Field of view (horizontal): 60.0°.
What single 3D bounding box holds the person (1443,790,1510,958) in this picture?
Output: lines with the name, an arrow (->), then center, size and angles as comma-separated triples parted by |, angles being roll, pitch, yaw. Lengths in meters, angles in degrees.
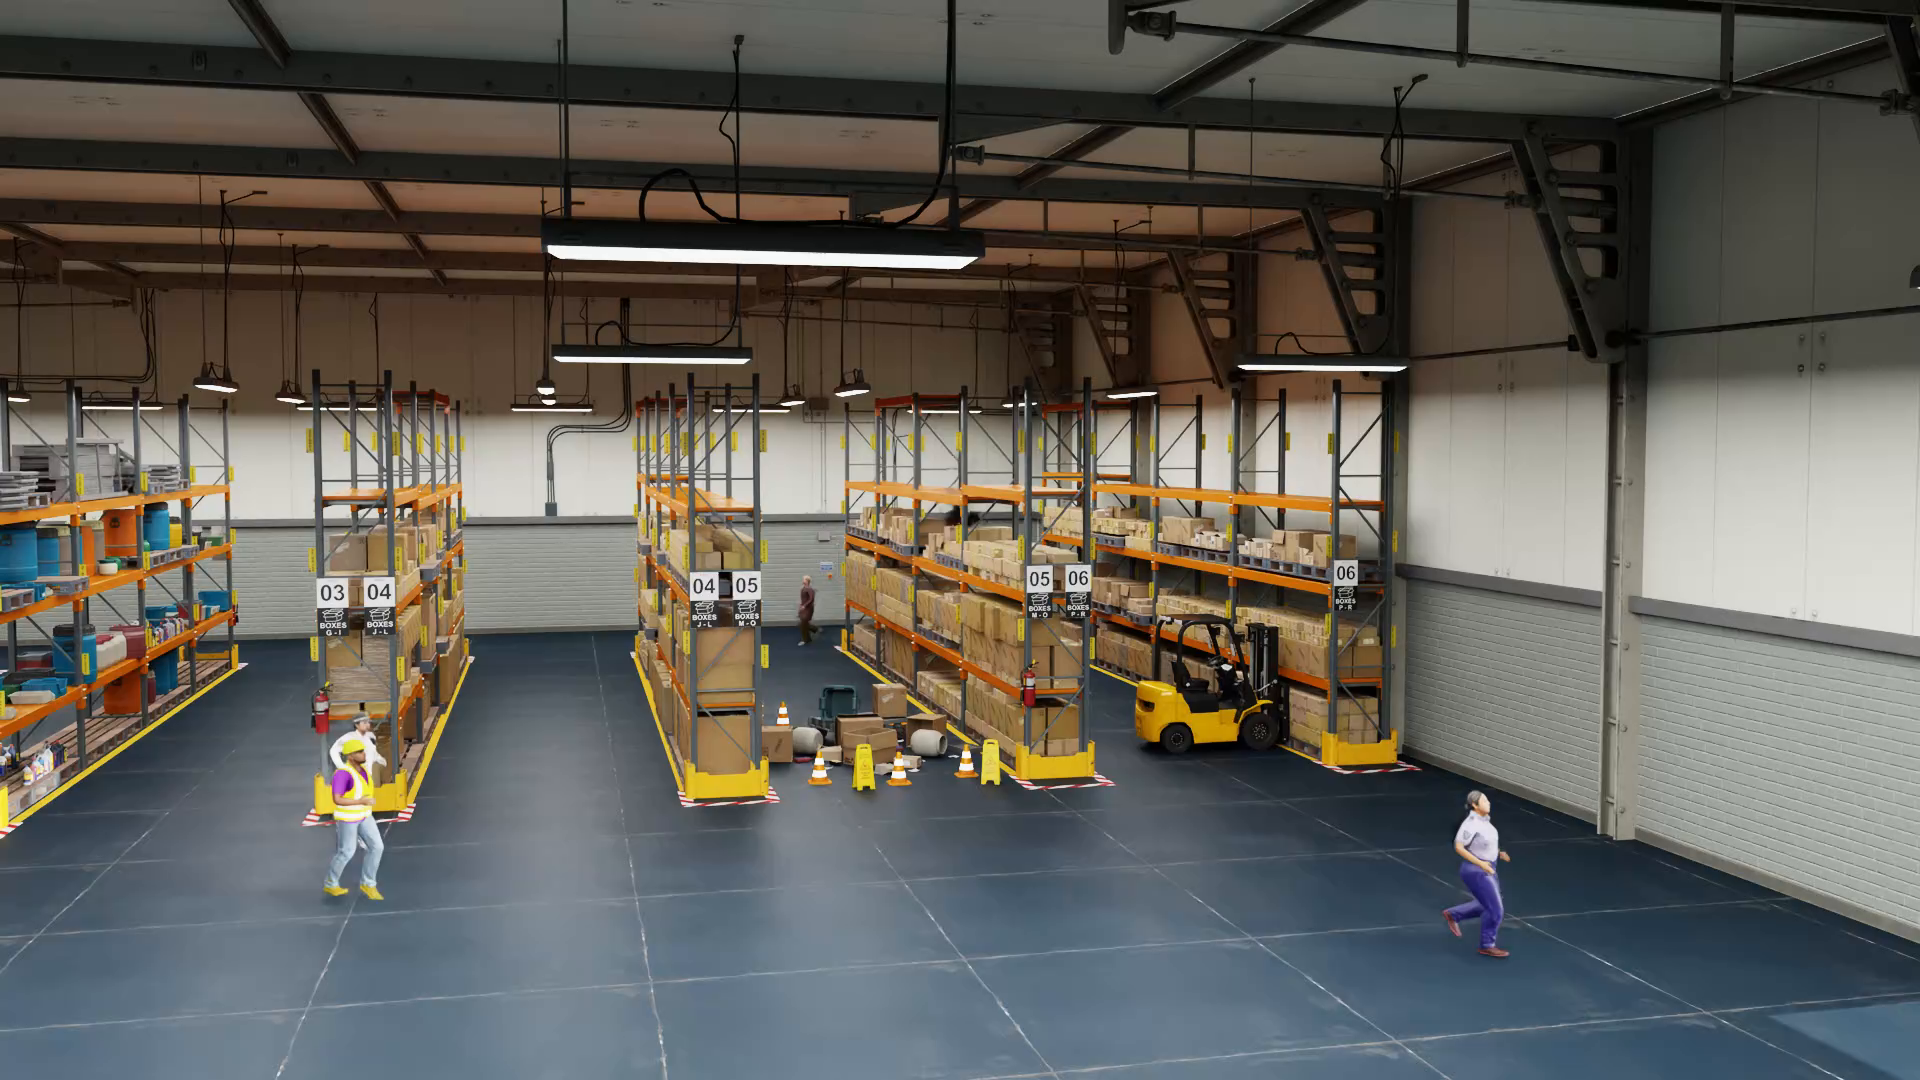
person -> 5.073, 3.262, 16.341 | 0.668, 1.589, 0.613 | 2, 4, 32

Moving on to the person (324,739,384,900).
person -> -6.633, 3.085, 18.191 | 0.759, 1.825, 0.680 | 1, 3, 17

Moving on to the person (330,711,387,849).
person -> -7.510, 2.978, 20.761 | 0.818, 1.724, 0.548 | 1, 4, 24

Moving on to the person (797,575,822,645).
person -> -3.739, 1.756, 41.450 | 0.641, 1.765, 0.731 | -1, 3, -14
